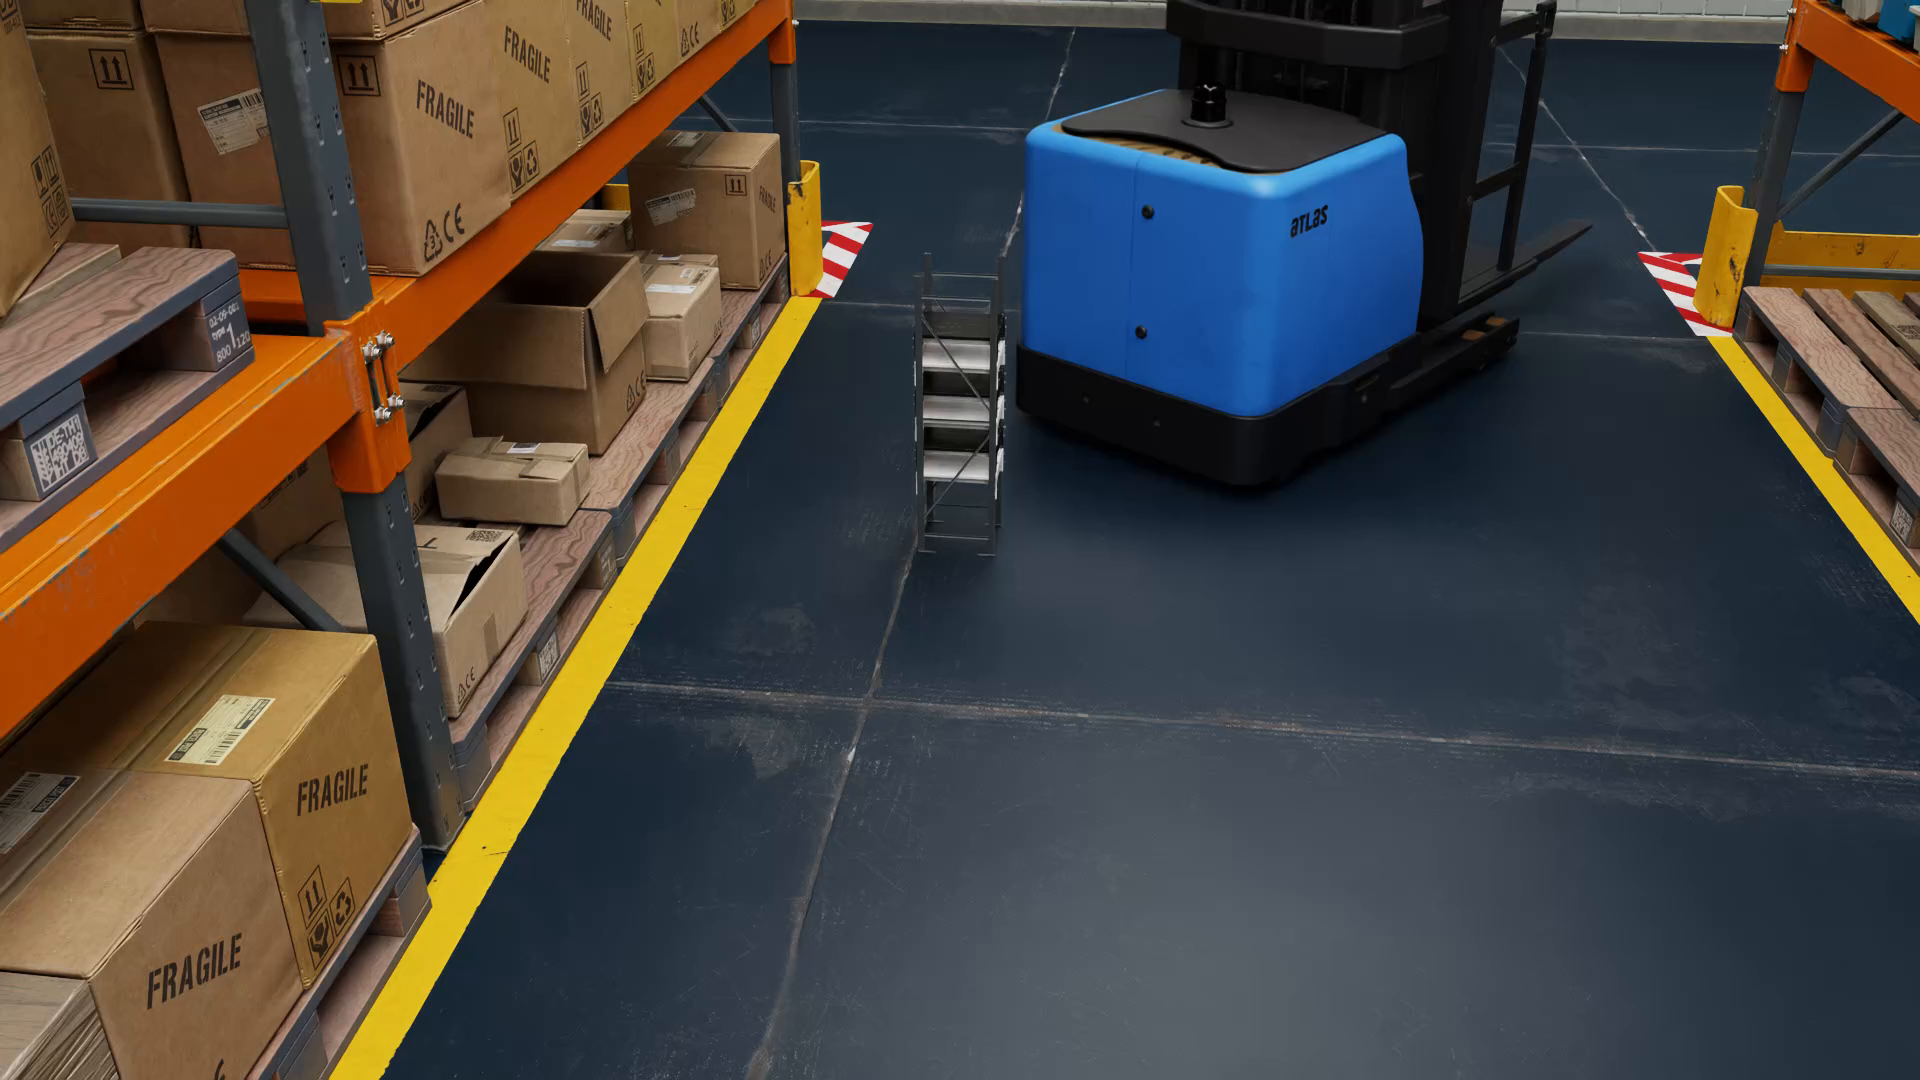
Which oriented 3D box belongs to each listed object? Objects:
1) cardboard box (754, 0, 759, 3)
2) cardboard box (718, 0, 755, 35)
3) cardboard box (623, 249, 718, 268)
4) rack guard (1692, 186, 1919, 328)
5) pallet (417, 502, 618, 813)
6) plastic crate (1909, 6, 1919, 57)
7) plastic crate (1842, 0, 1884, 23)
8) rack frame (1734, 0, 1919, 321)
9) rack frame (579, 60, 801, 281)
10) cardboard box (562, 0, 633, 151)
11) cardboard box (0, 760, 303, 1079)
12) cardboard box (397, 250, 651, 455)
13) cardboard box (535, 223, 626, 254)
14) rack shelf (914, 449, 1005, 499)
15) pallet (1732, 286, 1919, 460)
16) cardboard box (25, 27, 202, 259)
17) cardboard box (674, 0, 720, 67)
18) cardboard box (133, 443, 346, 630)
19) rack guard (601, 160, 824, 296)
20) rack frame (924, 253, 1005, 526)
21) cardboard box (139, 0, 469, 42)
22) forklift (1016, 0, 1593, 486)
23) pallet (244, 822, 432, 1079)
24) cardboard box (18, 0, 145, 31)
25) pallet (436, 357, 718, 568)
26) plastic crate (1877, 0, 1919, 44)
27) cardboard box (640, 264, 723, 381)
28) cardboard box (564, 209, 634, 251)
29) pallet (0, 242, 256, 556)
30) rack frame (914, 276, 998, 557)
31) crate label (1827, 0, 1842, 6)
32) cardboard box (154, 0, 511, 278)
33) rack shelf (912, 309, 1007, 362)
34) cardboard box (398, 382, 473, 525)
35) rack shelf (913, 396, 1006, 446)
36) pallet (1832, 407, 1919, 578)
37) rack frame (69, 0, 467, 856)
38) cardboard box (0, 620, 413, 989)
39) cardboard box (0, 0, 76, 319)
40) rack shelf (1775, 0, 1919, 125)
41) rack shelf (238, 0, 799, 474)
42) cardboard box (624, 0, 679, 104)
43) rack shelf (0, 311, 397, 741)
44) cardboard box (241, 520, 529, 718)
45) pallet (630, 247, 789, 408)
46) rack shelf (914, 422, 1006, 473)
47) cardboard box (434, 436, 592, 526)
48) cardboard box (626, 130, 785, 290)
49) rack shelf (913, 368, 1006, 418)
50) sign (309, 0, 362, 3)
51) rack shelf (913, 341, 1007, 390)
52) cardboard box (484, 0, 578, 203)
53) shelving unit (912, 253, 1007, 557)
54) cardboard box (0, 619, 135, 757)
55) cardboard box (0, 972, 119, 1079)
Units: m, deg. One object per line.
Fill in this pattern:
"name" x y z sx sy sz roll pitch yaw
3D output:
"cardboard box" -0.982 -2.343 6.331 0.500 0.500 0.500 4 29 8
"cardboard box" -1.042 -2.099 5.877 0.500 0.500 0.500 4 29 7
"cardboard box" -1.158 -1.016 6.497 0.380 0.166 0.250 3 28 6
"rack guard" 3.708 -1.148 6.853 1.175 0.500 0.348 3 28 6
"pallet" -1.602 0.262 4.542 1.003 0.211 1.213 3 28 6
"plastic crate" 3.157 -1.584 5.242 0.250 0.136 0.298 3 28 6
"plastic crate" 3.240 -1.903 5.835 0.250 0.136 0.298 3 28 6
"rack frame" 3.718 -2.236 6.238 1.000 3.000 0.127 3 28 6
"rack frame" -1.197 -2.526 6.775 1.000 3.000 0.127 3 28 6
"cardboard box" -1.231 -1.387 4.557 0.500 0.500 0.500 3 28 6
"cardboard box" -1.532 0.745 2.876 0.500 0.500 0.500 3 29 6
"cardboard box" -1.462 -0.622 5.410 0.797 0.503 0.637 3 28 6
"cardboard box" -1.607 -1.034 6.442 0.500 0.250 0.500 3 28 6
"rack shelf" 0.001 -0.212 5.145 0.258 0.077 0.200 3 28 6
"pallet" 3.579 -0.622 6.183 1.003 0.211 1.213 3 28 6
"cardboard box" -1.881 -0.937 3.721 0.500 0.500 0.500 4 29 7
"cardboard box" -1.109 -1.864 5.442 0.500 0.500 0.500 4 29 7
"cardboard box" -1.899 -0.021 4.297 0.500 0.500 0.500 3 28 6
"rack guard" -1.207 -1.389 7.302 1.175 0.500 0.348 3 28 6
"rack frame" 0.013 -0.448 5.132 0.240 0.900 0.006 3 28 6
"cardboard box" -1.350 -1.332 3.401 0.500 0.500 0.500 4 29 8
"forklift" 1.560 -2.083 6.025 1.130 2.935 3.031 23 36 36
"pallet" -1.749 0.970 3.227 1.003 0.211 1.213 3 28 6
"cardboard box" -1.882 -1.380 3.489 0.500 0.500 0.500 3 29 6
"pallet" -1.455 -0.314 5.611 1.003 0.211 1.213 3 28 6
"plastic crate" 3.281 -1.782 5.508 0.416 0.233 0.300 3 28 6
"cardboard box" -1.166 -0.793 5.995 0.500 0.250 0.500 3 28 6
"cardboard box" -1.590 -1.287 7.018 0.380 0.149 0.250 3 28 6
"pallet" -1.894 -0.188 2.640 1.003 0.211 1.213 3 28 6
"rack frame" -0.011 -0.352 4.955 0.240 0.900 0.006 3 28 6
"crate label" 3.361 -2.092 6.083 0.416 0.233 0.303 3 28 6
"cardboard box" -1.354 -0.911 3.673 0.500 0.500 0.500 4 29 8
"rack shelf" 0.001 -0.608 4.931 0.258 0.077 0.200 3 28 6
"cardboard box" -1.807 -0.290 4.998 0.500 0.311 0.500 3 28 6
"rack shelf" 0.001 -0.371 5.059 0.258 0.077 0.200 3 28 6
"pallet" 3.427 -0.050 5.120 1.003 0.211 1.213 3 28 6
"rack frame" -1.687 -0.643 3.280 1.000 3.000 0.127 3 28 6
"cardboard box" -1.463 0.513 3.307 0.500 0.500 0.500 3 28 6
"cardboard box" -1.967 -0.662 2.767 0.700 0.500 0.500 -6 29 -11
"rack shelf" 3.473 -0.978 4.661 1.077 0.370 4.000 3 28 6
"rack shelf" -1.442 -1.267 5.199 1.077 0.370 4.000 3 28 6
"cardboard box" -1.171 -1.627 5.002 0.500 0.500 0.500 3 28 5
"rack shelf" -1.932 0.615 1.704 1.077 0.370 4.000 3 28 6
"cardboard box" -1.421 0.162 4.157 0.500 0.311 0.500 3 28 6
"pallet" -1.303 -0.887 6.674 1.003 0.211 1.213 3 28 6
"rack shelf" 0.001 -0.291 5.102 0.258 0.077 0.200 3 28 6
"cardboard box" -1.325 -0.182 4.948 0.380 0.166 0.250 3 28 6
"cardboard box" -1.019 -1.349 6.762 0.500 0.500 0.500 3 28 6
"rack shelf" 0.001 -0.450 5.017 0.258 0.077 0.200 3 28 6
"sign" -1.136 -1.122 2.949 0.100 0.325 0.005 3 28 6
"rack shelf" 0.001 -0.529 4.974 0.258 0.077 0.200 3 28 6
"cardboard box" -1.295 -1.152 4.120 0.500 0.500 0.500 4 29 7
"shelving unit" 0.001 -0.400 5.044 0.258 0.900 0.210 3 28 6
"cardboard box" -1.988 0.478 3.373 0.500 0.500 0.500 2 28 4
"cardboard box" -1.594 0.981 2.438 0.500 0.500 0.500 4 29 7
